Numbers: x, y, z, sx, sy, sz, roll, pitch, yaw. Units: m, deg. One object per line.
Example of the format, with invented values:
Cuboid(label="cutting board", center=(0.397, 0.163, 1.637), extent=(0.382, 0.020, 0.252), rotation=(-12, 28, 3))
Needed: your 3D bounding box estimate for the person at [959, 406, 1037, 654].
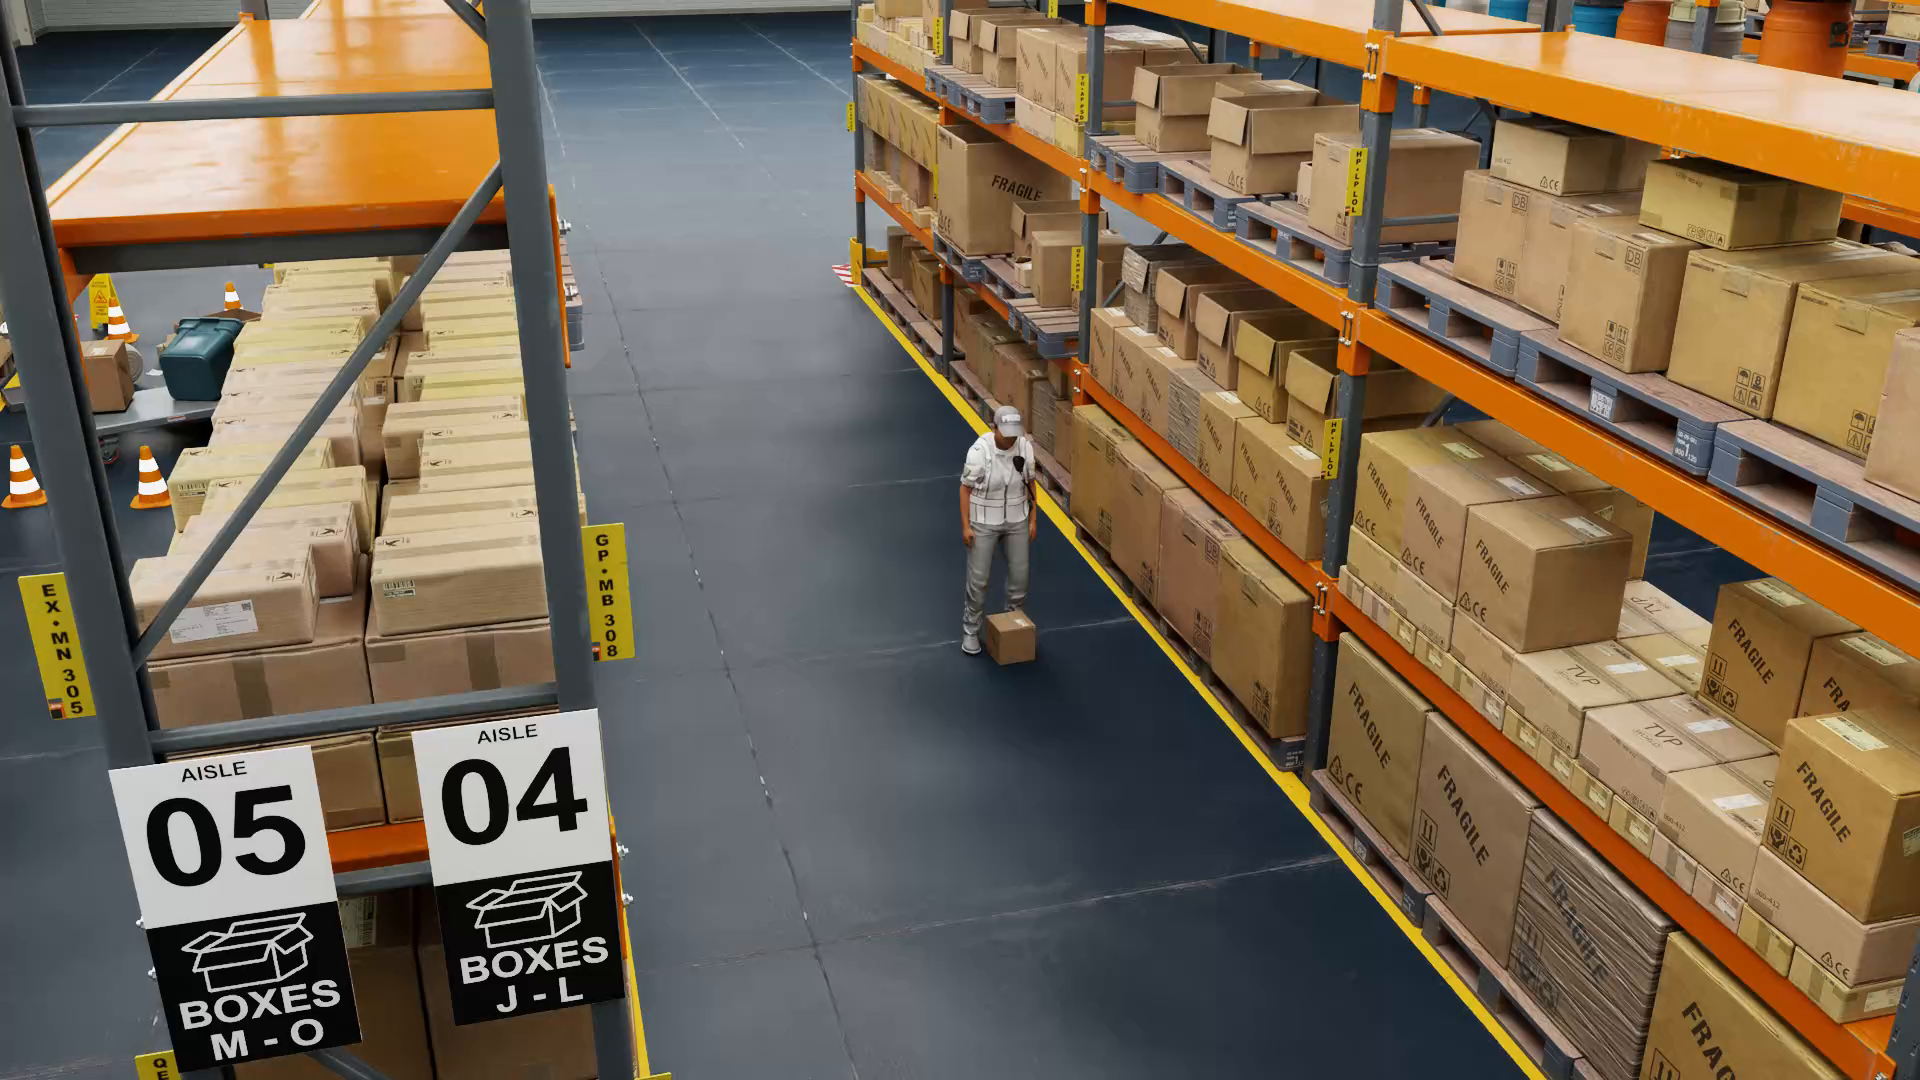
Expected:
Cuboid(label="person", center=(0.252, -0.092, 10.805), extent=(0.540, 1.665, 0.467), rotation=(-7, 24, -16))
